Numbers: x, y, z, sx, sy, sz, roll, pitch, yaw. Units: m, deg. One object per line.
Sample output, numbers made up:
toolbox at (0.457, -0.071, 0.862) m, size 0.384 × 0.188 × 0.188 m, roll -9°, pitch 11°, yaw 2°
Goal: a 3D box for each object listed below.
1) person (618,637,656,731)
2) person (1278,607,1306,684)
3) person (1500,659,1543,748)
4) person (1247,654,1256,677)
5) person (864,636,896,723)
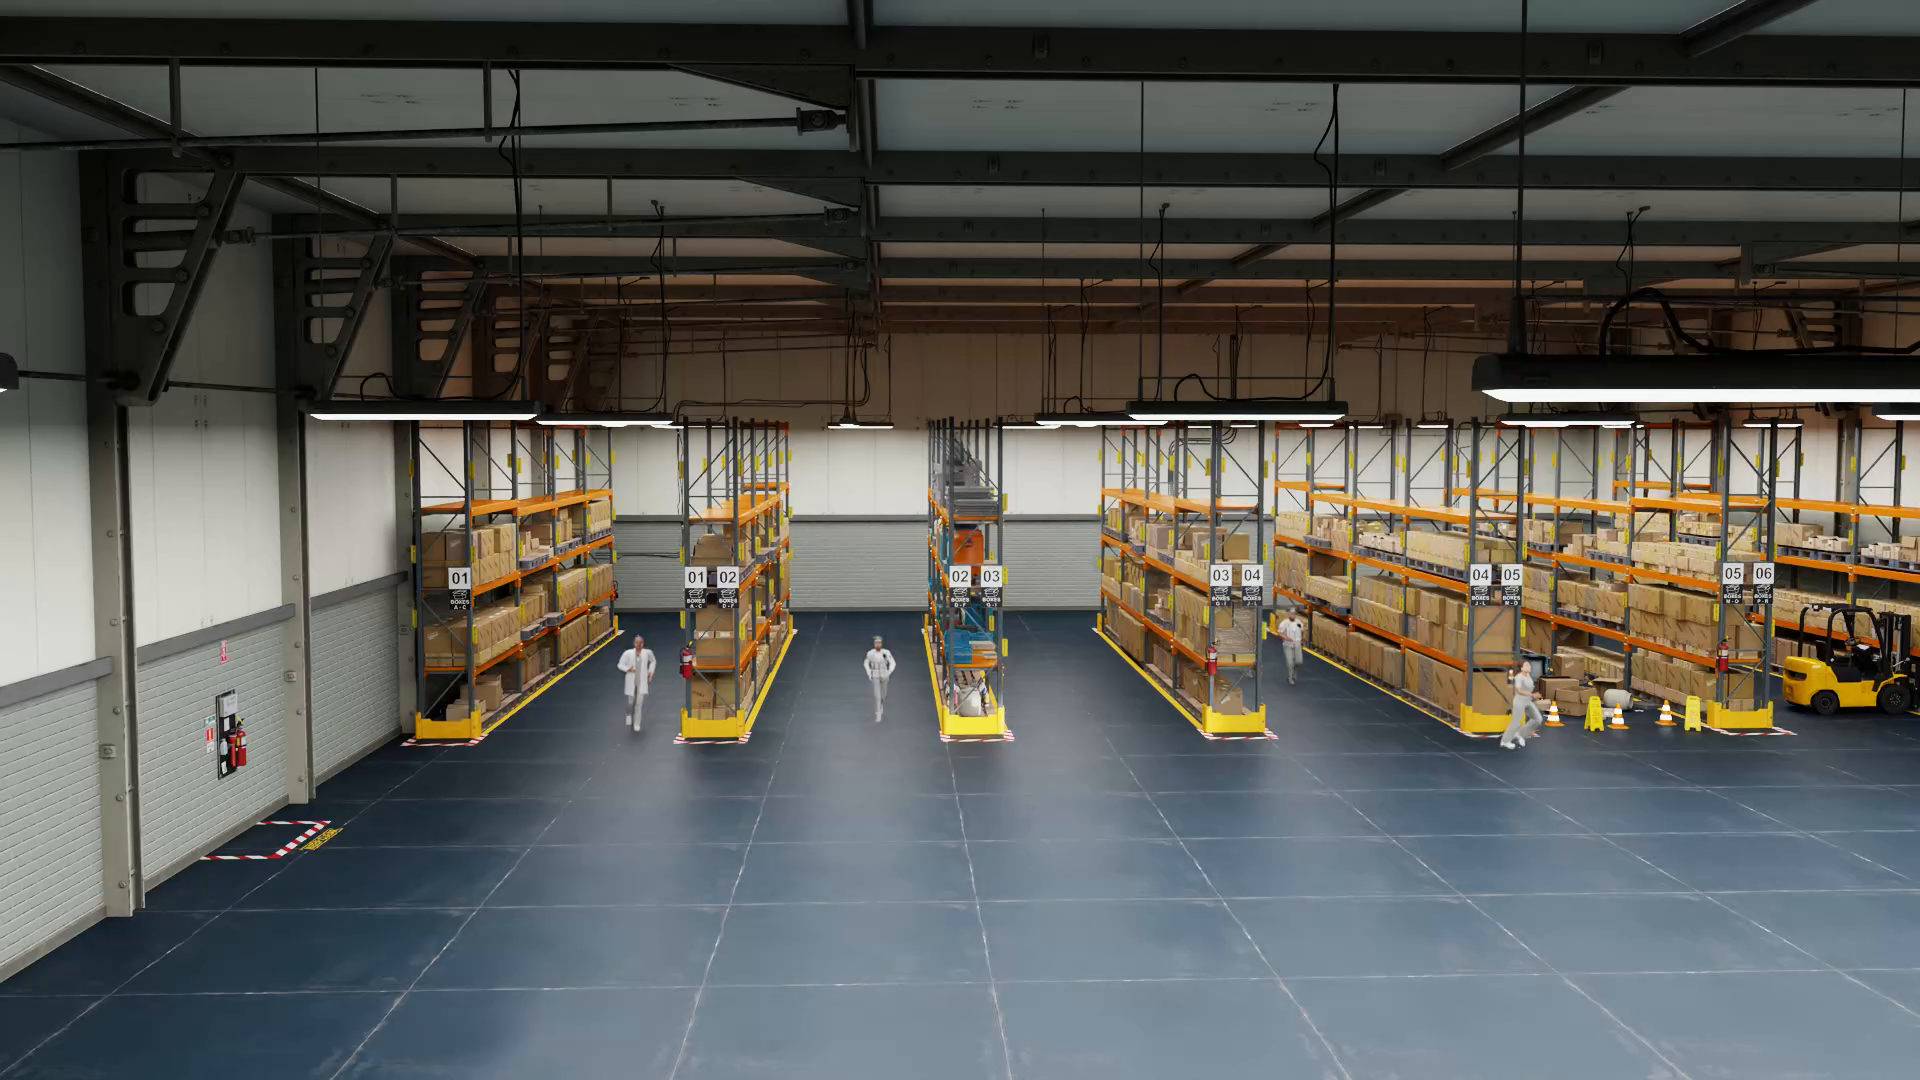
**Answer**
person at (-6.185, 2.727, 31.891) m, size 0.732 × 1.755 × 0.995 m, roll -1°, pitch 4°, yaw -15°
person at (7.556, 2.394, 37.727) m, size 0.658 × 1.743 × 0.562 m, roll 0°, pitch 4°, yaw -6°
person at (10.133, 2.942, 29.882) m, size 0.583 × 1.620 × 0.787 m, roll -3°, pitch 5°, yaw -38°
person at (6.804, 2.344, 39.133) m, size 0.622 × 1.699 × 0.680 m, roll 0°, pitch 4°, yaw -1°
person at (-1.592, 2.745, 33.025) m, size 0.628 × 1.715 × 0.663 m, roll 0°, pitch 4°, yaw -4°
